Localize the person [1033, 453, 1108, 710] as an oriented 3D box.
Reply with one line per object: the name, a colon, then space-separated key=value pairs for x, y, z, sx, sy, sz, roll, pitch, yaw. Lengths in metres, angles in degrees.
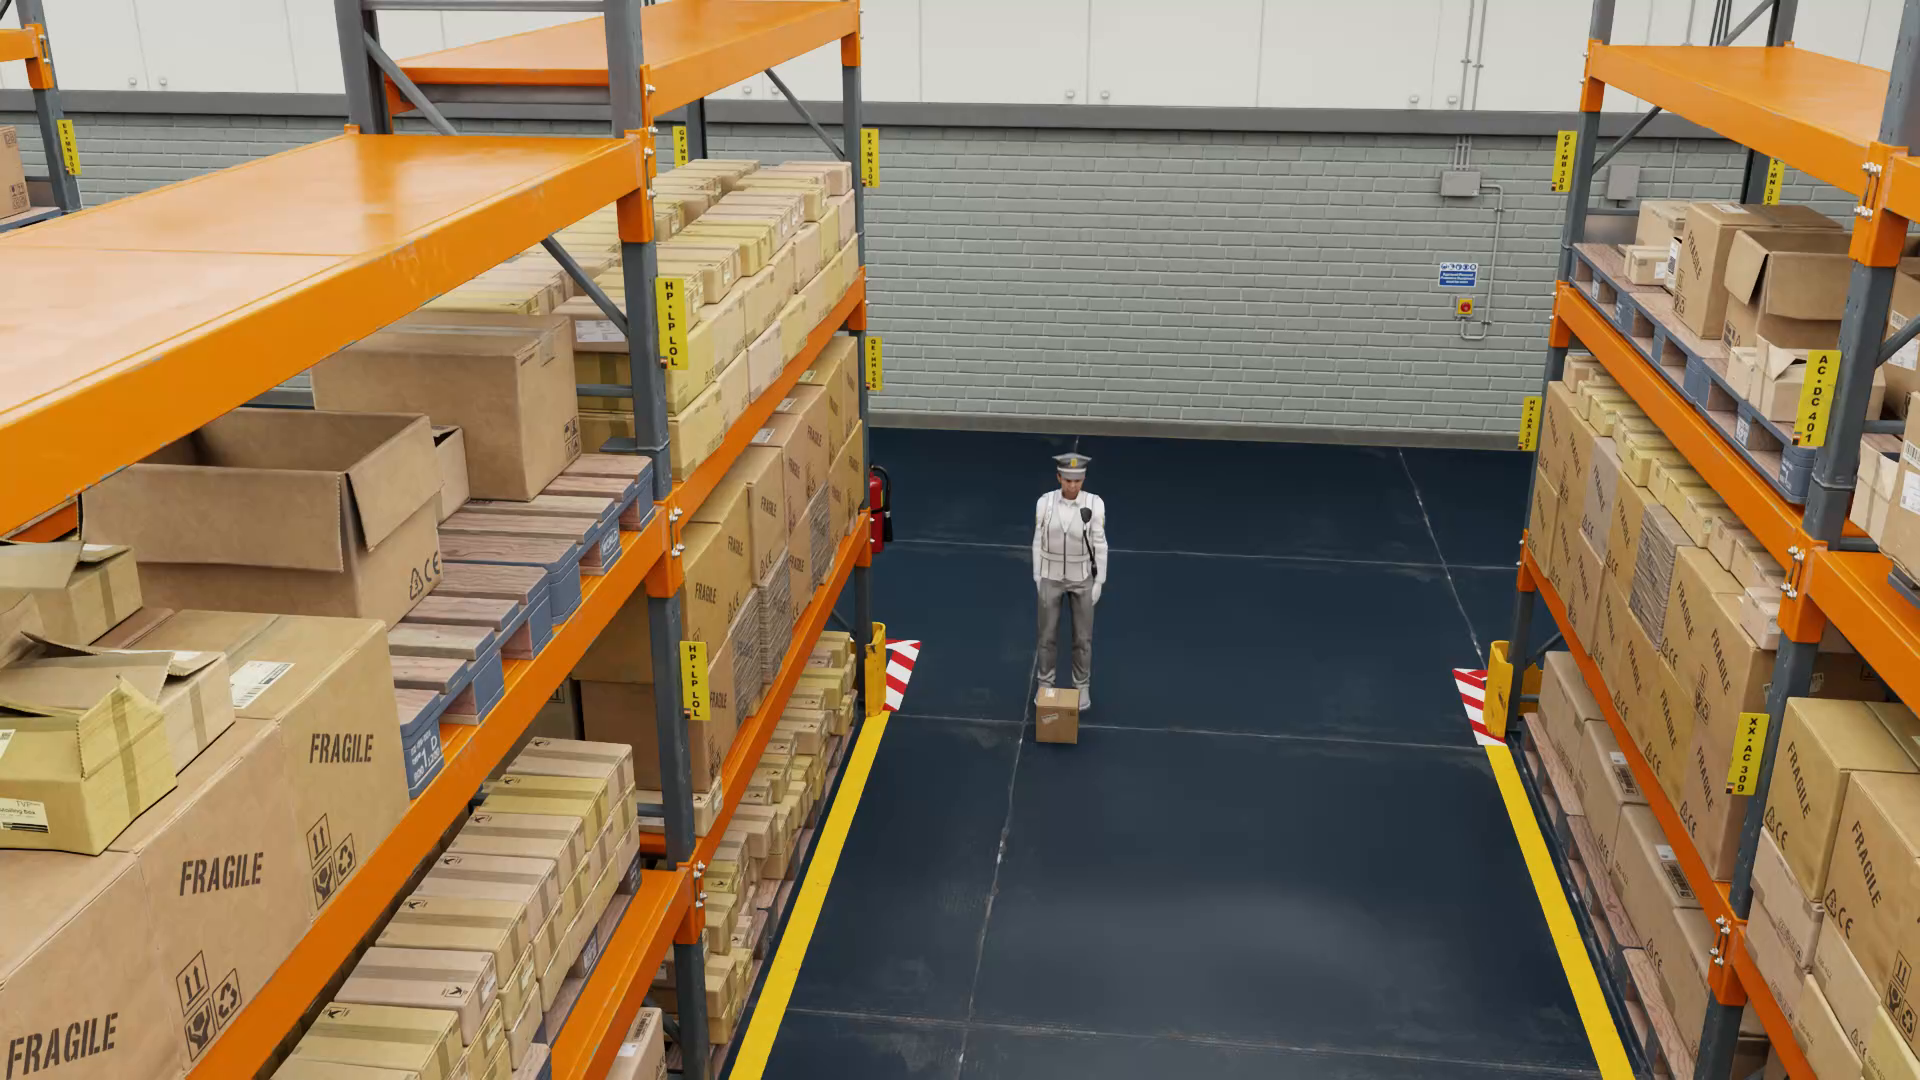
person: x=0.682 y=0.255 z=10.417 sx=0.467 sy=1.676 sz=0.336 roll=3 pitch=22 yaw=8
